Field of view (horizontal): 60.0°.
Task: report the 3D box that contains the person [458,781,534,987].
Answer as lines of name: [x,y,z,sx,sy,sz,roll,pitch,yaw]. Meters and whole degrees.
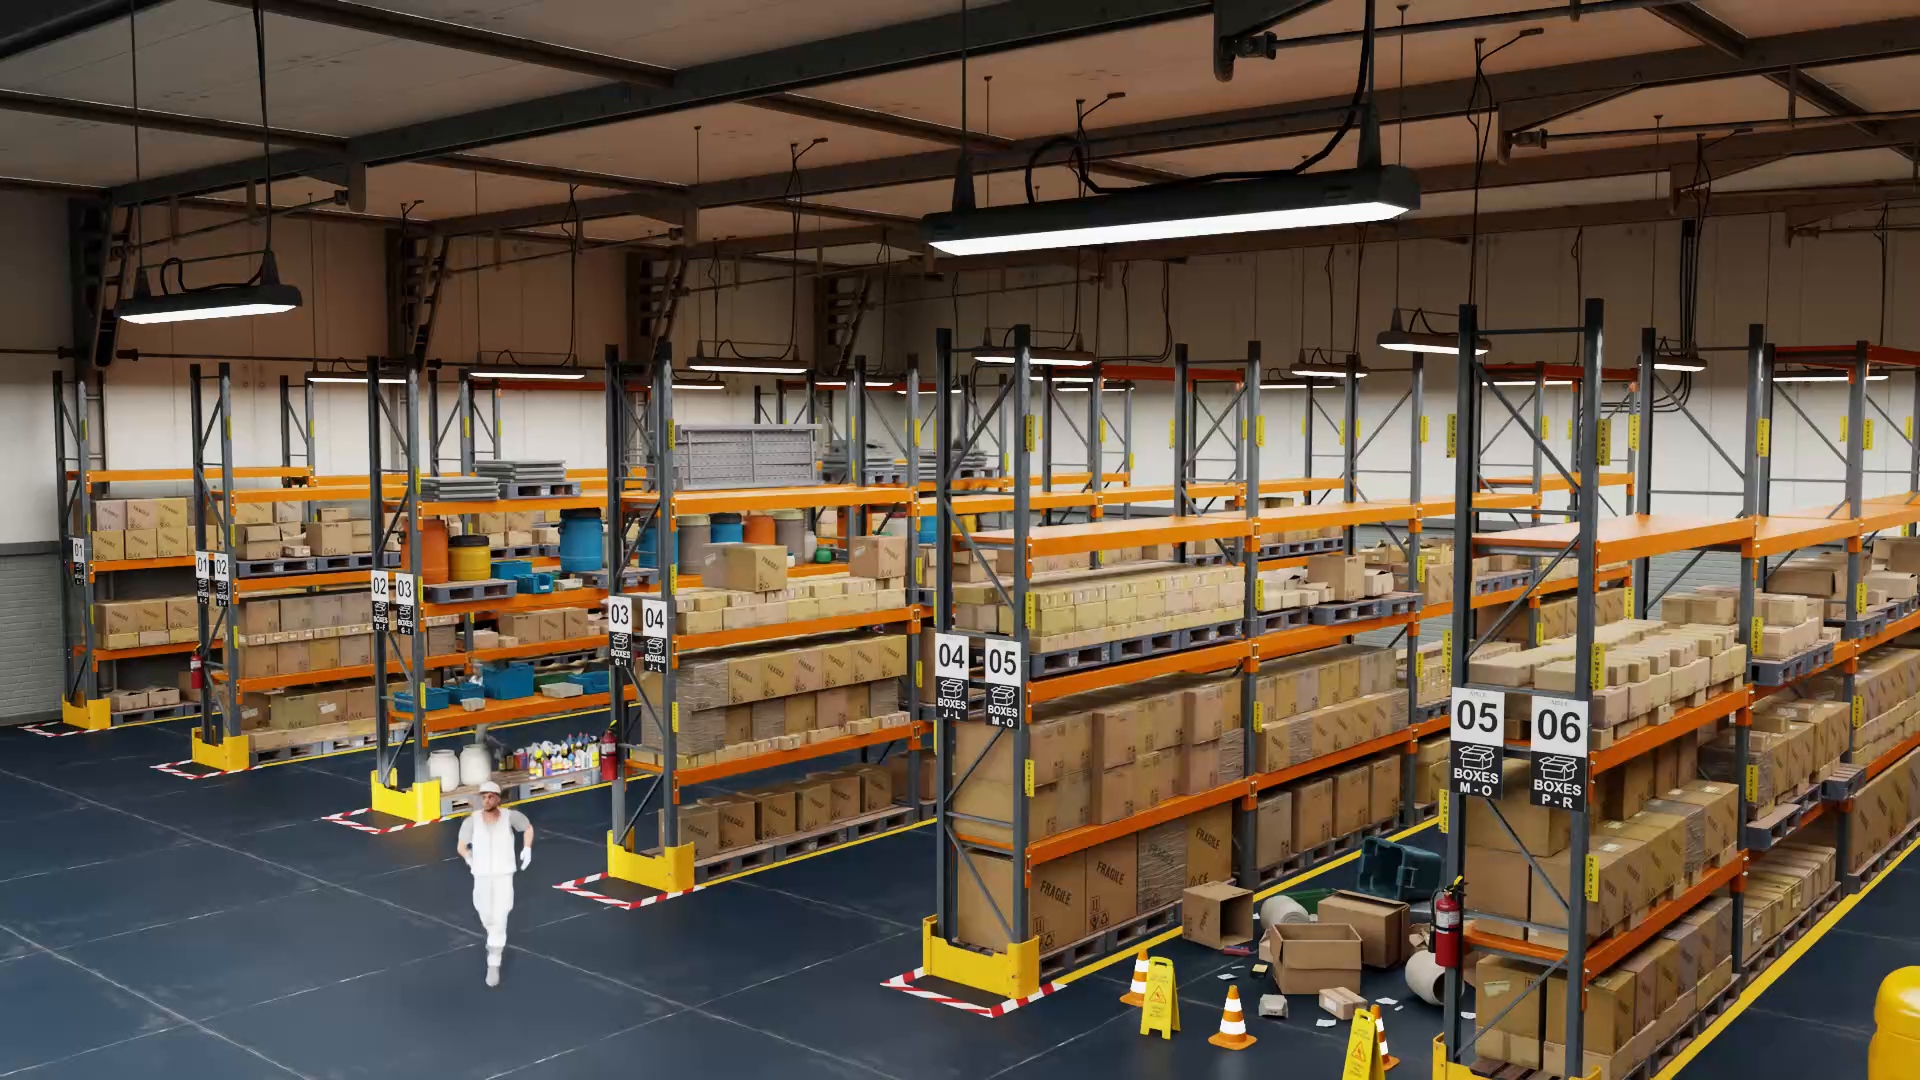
person: [-4.363,3.149,15.587,0.670,1.787,0.993,0,4,-6]

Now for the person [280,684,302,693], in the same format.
person: [-10.951,2.381,27.380,0.580,1.620,0.558,3,5,34]

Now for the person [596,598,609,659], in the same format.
person: [-6.812,1.979,32.308,0.698,1.741,0.662,4,5,41]

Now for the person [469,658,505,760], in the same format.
person: [-6.996,2.554,24.545,0.601,1.675,0.872,2,5,26]
